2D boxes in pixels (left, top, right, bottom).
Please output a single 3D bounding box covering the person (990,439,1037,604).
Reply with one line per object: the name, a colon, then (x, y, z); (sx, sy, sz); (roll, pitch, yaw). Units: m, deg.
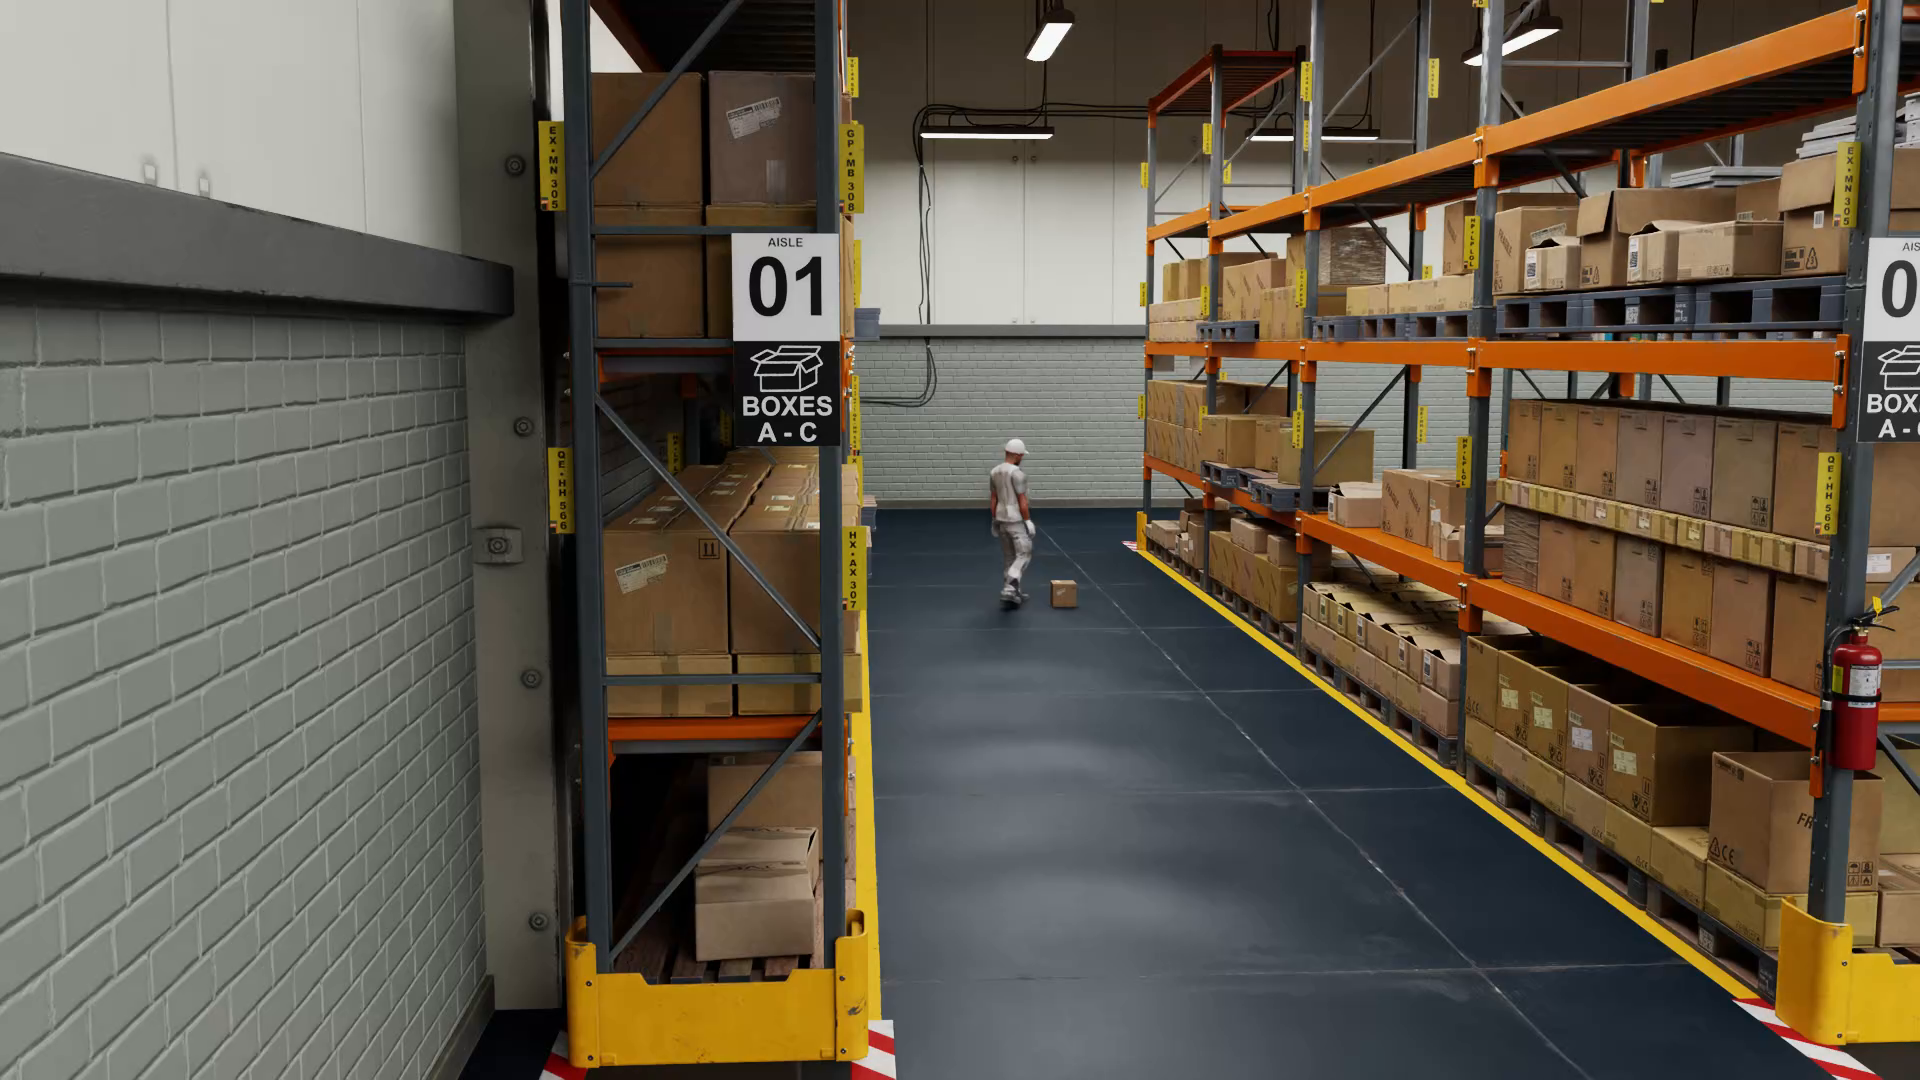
person: (0.605, -0.186, 17.655); (0.647, 1.775, 0.570); (-5, 8, -34)
